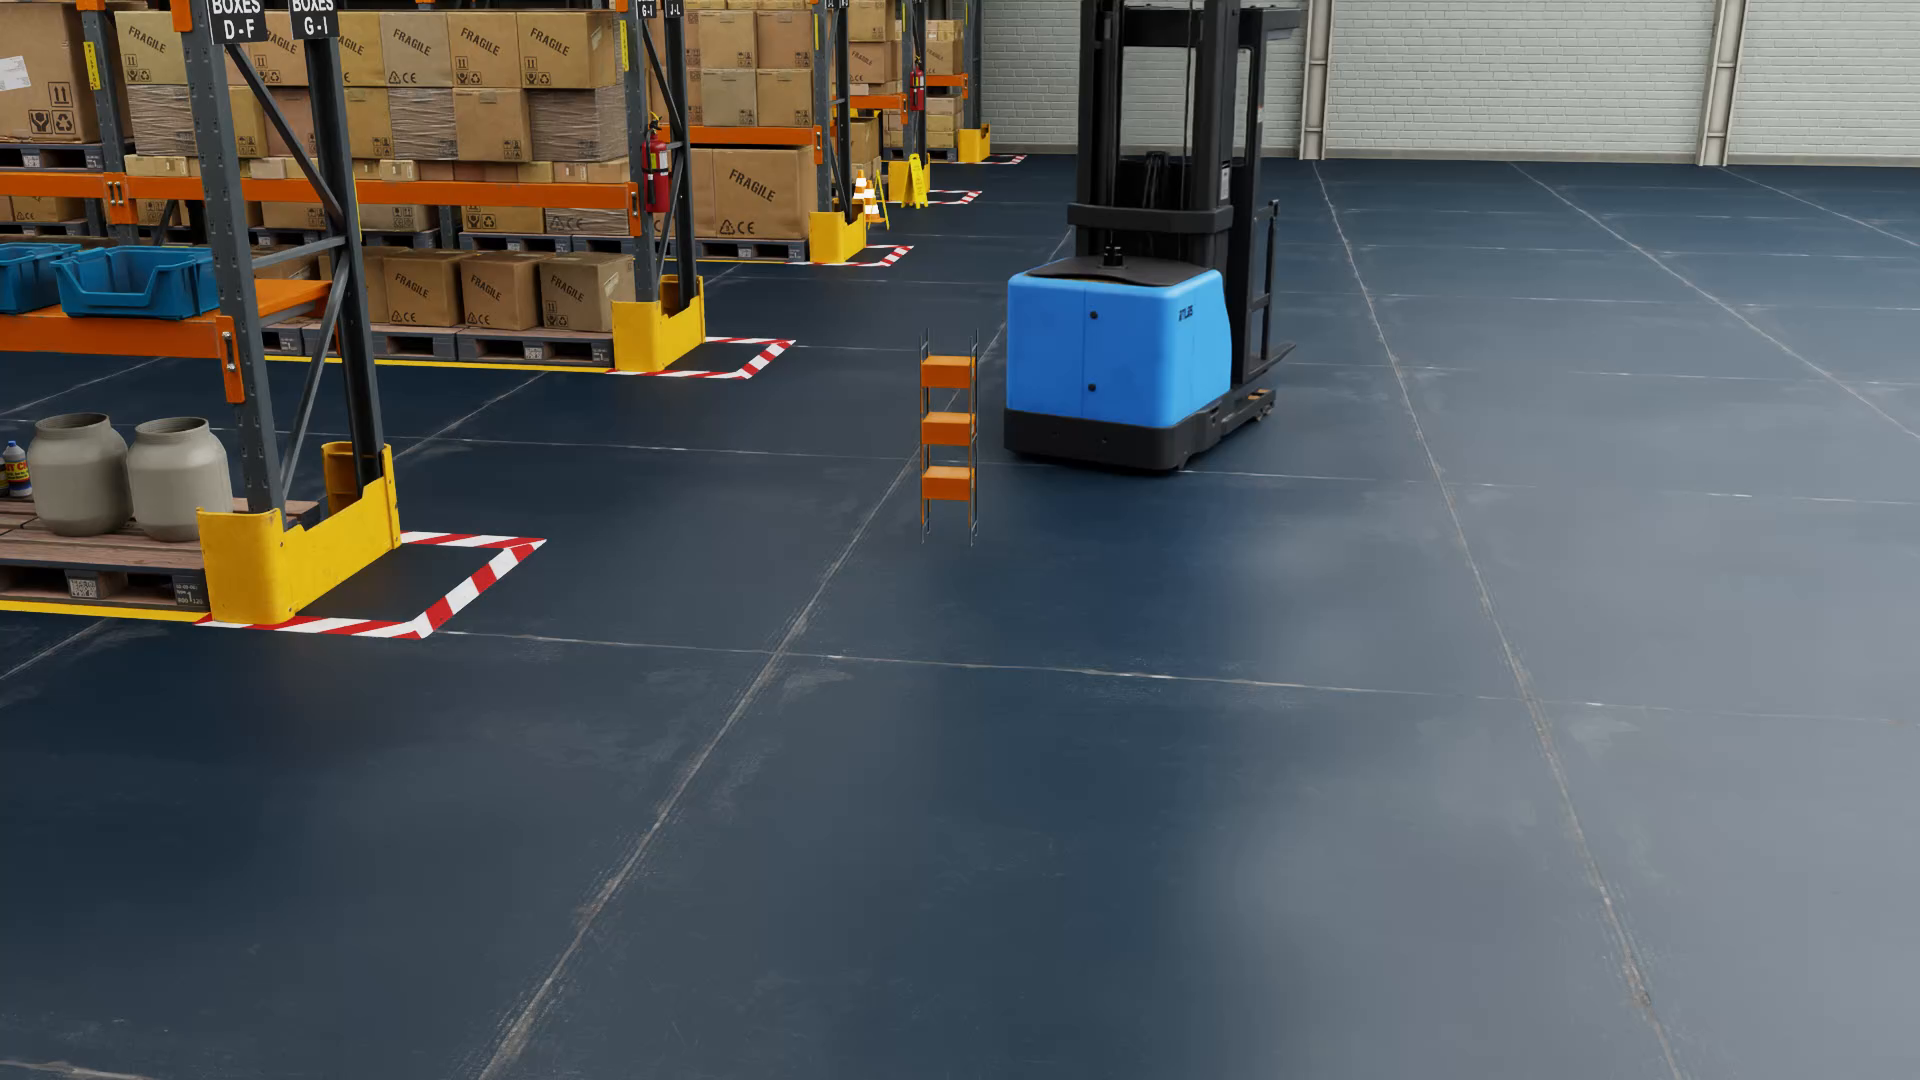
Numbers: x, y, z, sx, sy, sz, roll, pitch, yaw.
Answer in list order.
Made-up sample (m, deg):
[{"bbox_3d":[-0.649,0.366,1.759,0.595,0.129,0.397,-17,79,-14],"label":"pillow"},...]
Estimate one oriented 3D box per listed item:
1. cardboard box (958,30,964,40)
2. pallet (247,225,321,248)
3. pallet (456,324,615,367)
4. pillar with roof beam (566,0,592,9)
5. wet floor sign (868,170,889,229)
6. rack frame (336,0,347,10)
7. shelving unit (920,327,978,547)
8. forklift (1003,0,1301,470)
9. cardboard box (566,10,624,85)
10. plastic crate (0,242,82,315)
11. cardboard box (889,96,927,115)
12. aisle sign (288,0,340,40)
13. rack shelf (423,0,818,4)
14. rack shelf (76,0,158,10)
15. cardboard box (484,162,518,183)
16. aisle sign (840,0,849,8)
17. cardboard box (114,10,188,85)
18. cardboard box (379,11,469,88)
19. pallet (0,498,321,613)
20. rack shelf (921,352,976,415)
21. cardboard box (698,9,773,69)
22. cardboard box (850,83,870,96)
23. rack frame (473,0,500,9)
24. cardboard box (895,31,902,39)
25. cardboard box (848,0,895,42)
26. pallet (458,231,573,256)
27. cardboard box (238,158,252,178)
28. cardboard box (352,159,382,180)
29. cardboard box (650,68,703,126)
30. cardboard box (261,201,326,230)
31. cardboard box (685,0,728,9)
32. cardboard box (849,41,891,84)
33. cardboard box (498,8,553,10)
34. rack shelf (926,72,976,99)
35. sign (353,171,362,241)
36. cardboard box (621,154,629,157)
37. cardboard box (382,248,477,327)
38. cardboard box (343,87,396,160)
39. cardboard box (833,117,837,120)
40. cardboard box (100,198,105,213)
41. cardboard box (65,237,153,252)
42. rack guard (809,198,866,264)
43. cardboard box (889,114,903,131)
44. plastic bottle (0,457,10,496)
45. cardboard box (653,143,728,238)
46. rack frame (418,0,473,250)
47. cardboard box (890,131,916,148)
[{"bbox_3d":[-0.092,-7.918,26.061,0.250,0.149,0.380,2,19,7],"label":"cardboard box"},{"bbox_3d":[-7.199,-3.308,17.858,1.213,0.211,1.003,3,19,9],"label":"pallet"},{"bbox_3d":[-3.025,-1.538,12.568,1.213,0.211,1.003,3,19,9],"label":"pallet"},{"bbox_3d":[-6.950,-9.580,22.754,0.400,9.000,9.100,3,19,9],"label":"pillar with roof beam"},{"bbox_3d":[-0.925,-3.856,18.810,0.232,0.644,0.267,0,19,-1],"label":"wet floor sign"},{"bbox_3d":[-8.481,-6.312,22.441,0.127,3.000,1.000,3,19,9],"label":"rack frame"},{"bbox_3d":[-0.053,-0.501,8.145,0.252,1.050,0.215,3,19,9],"label":"shelving unit"},{"bbox_3d":[1.385,-2.200,10.260,1.130,2.935,3.031,9,21,26],"label":"forklift"},{"bbox_3d":[-2.654,-3.580,12.075,0.500,0.500,0.500,3,19,9],"label":"cardboard box"},{"bbox_3d":[-4.121,-1.148,7.243,0.408,0.251,0.499,3,19,9],"label":"plastic crate"},{"bbox_3d":[-0.808,-6.783,25.945,0.500,0.250,0.500,3,19,10],"label":"cardboard box"},{"bbox_3d":[-2.822,-2.574,7.172,0.004,0.787,0.394,3,19,9],"label":"aisle sign"},{"bbox_3d":[-3.242,-5.536,16.526,4.000,0.370,1.077,3,19,9],"label":"rack shelf"},{"bbox_3d":[-8.078,-4.188,12.499,4.000,0.370,1.077,3,19,9],"label":"rack shelf"},{"bbox_3d":[-3.214,-2.662,11.927,0.250,0.149,0.380,3,19,9],"label":"cardboard box"},{"bbox_3d":[-1.150,-5.677,16.445,0.004,0.787,0.394,3,19,9],"label":"aisle sign"},{"bbox_3d":[-5.699,-3.566,12.033,0.500,0.500,0.500,3,19,9],"label":"cardboard box"},{"bbox_3d":[-3.724,-3.467,11.735,0.500,0.500,0.500,3,19,9],"label":"cardboard box"},{"bbox_3d":[-3.823,0.038,7.858,1.213,0.211,1.003,3,19,9],"label":"pallet"},{"bbox_3d":[-0.053,-0.760,8.058,0.240,0.259,0.215,3,19,9],"label":"rack shelf"},{"bbox_3d":[-2.185,-4.966,16.481,0.550,0.550,0.875,3,19,9],"label":"cardboard box"},{"bbox_3d":[-1.253,-5.720,21.067,0.250,0.149,0.380,3,19,8],"label":"cardboard box"},{"bbox_3d":[-7.697,-7.867,27.089,0.127,3.000,1.000,3,19,9],"label":"rack frame"},{"bbox_3d":[-0.931,-7.801,25.711,0.250,0.149,0.380,3,19,8],"label":"cardboard box"},{"bbox_3d":[-1.121,-6.529,20.888,0.500,0.500,0.700,2,19,7],"label":"cardboard box"},{"bbox_3d":[-4.478,-3.170,17.444,1.213,0.211,1.003,3,19,9],"label":"pallet"},{"bbox_3d":[-5.194,-2.752,12.196,0.250,0.149,0.380,3,19,9],"label":"cardboard box"},{"bbox_3d":[-4.201,-2.712,12.078,0.250,0.149,0.380,3,19,9],"label":"cardboard box"},{"bbox_3d":[-2.720,-4.518,16.841,0.550,0.550,0.875,3,19,9],"label":"cardboard box"},{"bbox_3d":[-6.796,-3.740,17.637,0.750,0.750,1.050,3,19,9],"label":"cardboard box"},{"bbox_3d":[-3.139,-6.617,21.150,0.500,0.500,0.700,3,19,7],"label":"cardboard box"},{"bbox_3d":[-1.161,-6.039,20.998,0.500,0.500,0.500,3,19,8],"label":"cardboard box"},{"bbox_3d":[-4.296,-5.118,16.932,0.550,0.550,0.875,3,19,9],"label":"cardboard box"},{"bbox_3d":[-1.773,-7.224,26.300,4.000,0.370,1.077,3,19,9],"label":"rack shelf"},{"bbox_3d":[-2.848,-1.556,7.791,0.005,0.325,0.100,3,19,9],"label":"sign"},{"bbox_3d":[-2.397,-2.775,12.264,0.250,0.149,0.380,3,19,9],"label":"cardboard box"},{"bbox_3d":[-3.978,-1.912,12.568,0.500,0.500,0.500,5,19,14],"label":"cardboard box"},{"bbox_3d":[-4.184,-3.085,12.168,0.500,0.500,0.875,3,19,9],"label":"cardboard box"},{"bbox_3d":[-1.875,-5.313,21.946,0.500,0.500,0.500,2,19,7],"label":"cardboard box"},{"bbox_3d":[-9.824,-3.885,18.466,0.500,0.500,0.500,2,19,6],"label":"cardboard box"},{"bbox_3d":[-6.706,-2.067,12.999,0.500,0.500,0.700,1,19,4],"label":"cardboard box"},{"bbox_3d":[-1.244,-3.167,16.980,0.348,0.500,1.175,3,19,9],"label":"rack guard"},{"bbox_3d":[-0.822,-6.552,26.042,0.500,0.250,0.500,3,19,8],"label":"cardboard box"},{"bbox_3d":[-4.782,-0.329,8.275,0.097,0.201,0.097,0,18,0],"label":"plastic bottle"},{"bbox_3d":[-2.816,-3.602,17.028,0.875,0.875,0.875,3,19,8],"label":"cardboard box"},{"bbox_3d":[-5.217,-4.555,17.189,0.127,3.000,1.000,3,19,9],"label":"rack frame"},{"bbox_3d":[-0.802,-6.313,26.114,0.500,0.250,0.500,3,19,9],"label":"cardboard box"}]
